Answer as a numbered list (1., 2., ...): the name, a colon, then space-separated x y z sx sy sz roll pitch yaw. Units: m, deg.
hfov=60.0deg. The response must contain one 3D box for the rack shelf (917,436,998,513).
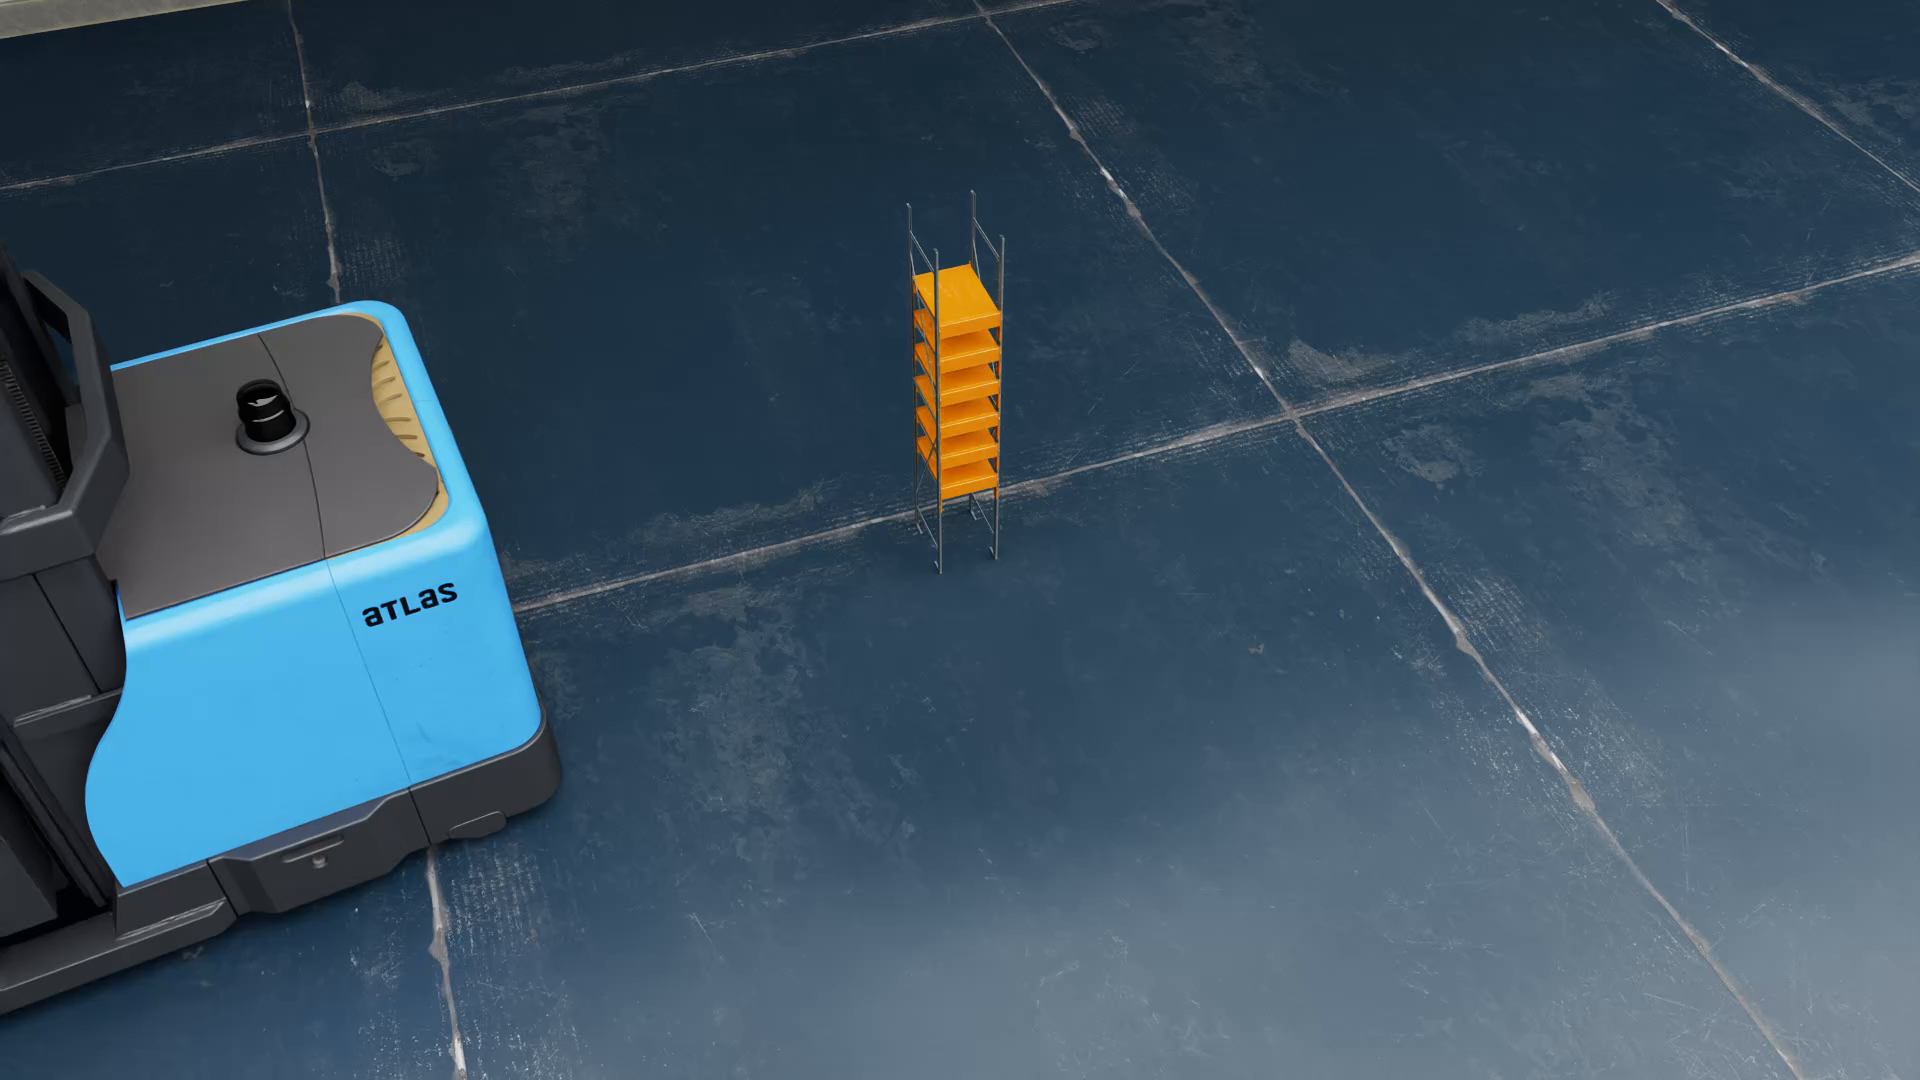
1. rack shelf: -0.014 -0.219 5.023 0.180 0.103 0.258 -14 47 -14

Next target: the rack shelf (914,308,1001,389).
1. rack shelf: -0.014 -0.558 4.683 0.180 0.103 0.258 -14 47 -14

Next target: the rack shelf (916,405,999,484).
1. rack shelf: -0.014 -0.304 4.938 0.180 0.103 0.258 -14 47 -14

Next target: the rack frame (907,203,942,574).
1. rack frame: -0.100 -0.398 4.800 0.006 1.200 0.240 -14 47 -14

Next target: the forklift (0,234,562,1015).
1. forklift: -2.635 -0.167 3.347 3.031 2.935 1.130 -19 48 -18

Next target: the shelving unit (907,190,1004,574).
1. shelving unit: -0.014 -0.420 4.822 0.189 1.200 0.258 -14 47 -14

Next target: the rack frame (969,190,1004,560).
1. rack frame: 0.072 -0.442 4.843 0.006 1.200 0.240 -14 47 -14

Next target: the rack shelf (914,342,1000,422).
1. rack shelf: -0.014 -0.473 4.768 0.180 0.103 0.258 -14 47 -14

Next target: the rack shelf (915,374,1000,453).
1. rack shelf: -0.014 -0.389 4.853 0.180 0.103 0.258 -14 47 -14

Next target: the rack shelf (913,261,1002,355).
1. rack shelf: -0.014 -0.643 4.598 0.180 0.103 0.258 -14 47 -14
